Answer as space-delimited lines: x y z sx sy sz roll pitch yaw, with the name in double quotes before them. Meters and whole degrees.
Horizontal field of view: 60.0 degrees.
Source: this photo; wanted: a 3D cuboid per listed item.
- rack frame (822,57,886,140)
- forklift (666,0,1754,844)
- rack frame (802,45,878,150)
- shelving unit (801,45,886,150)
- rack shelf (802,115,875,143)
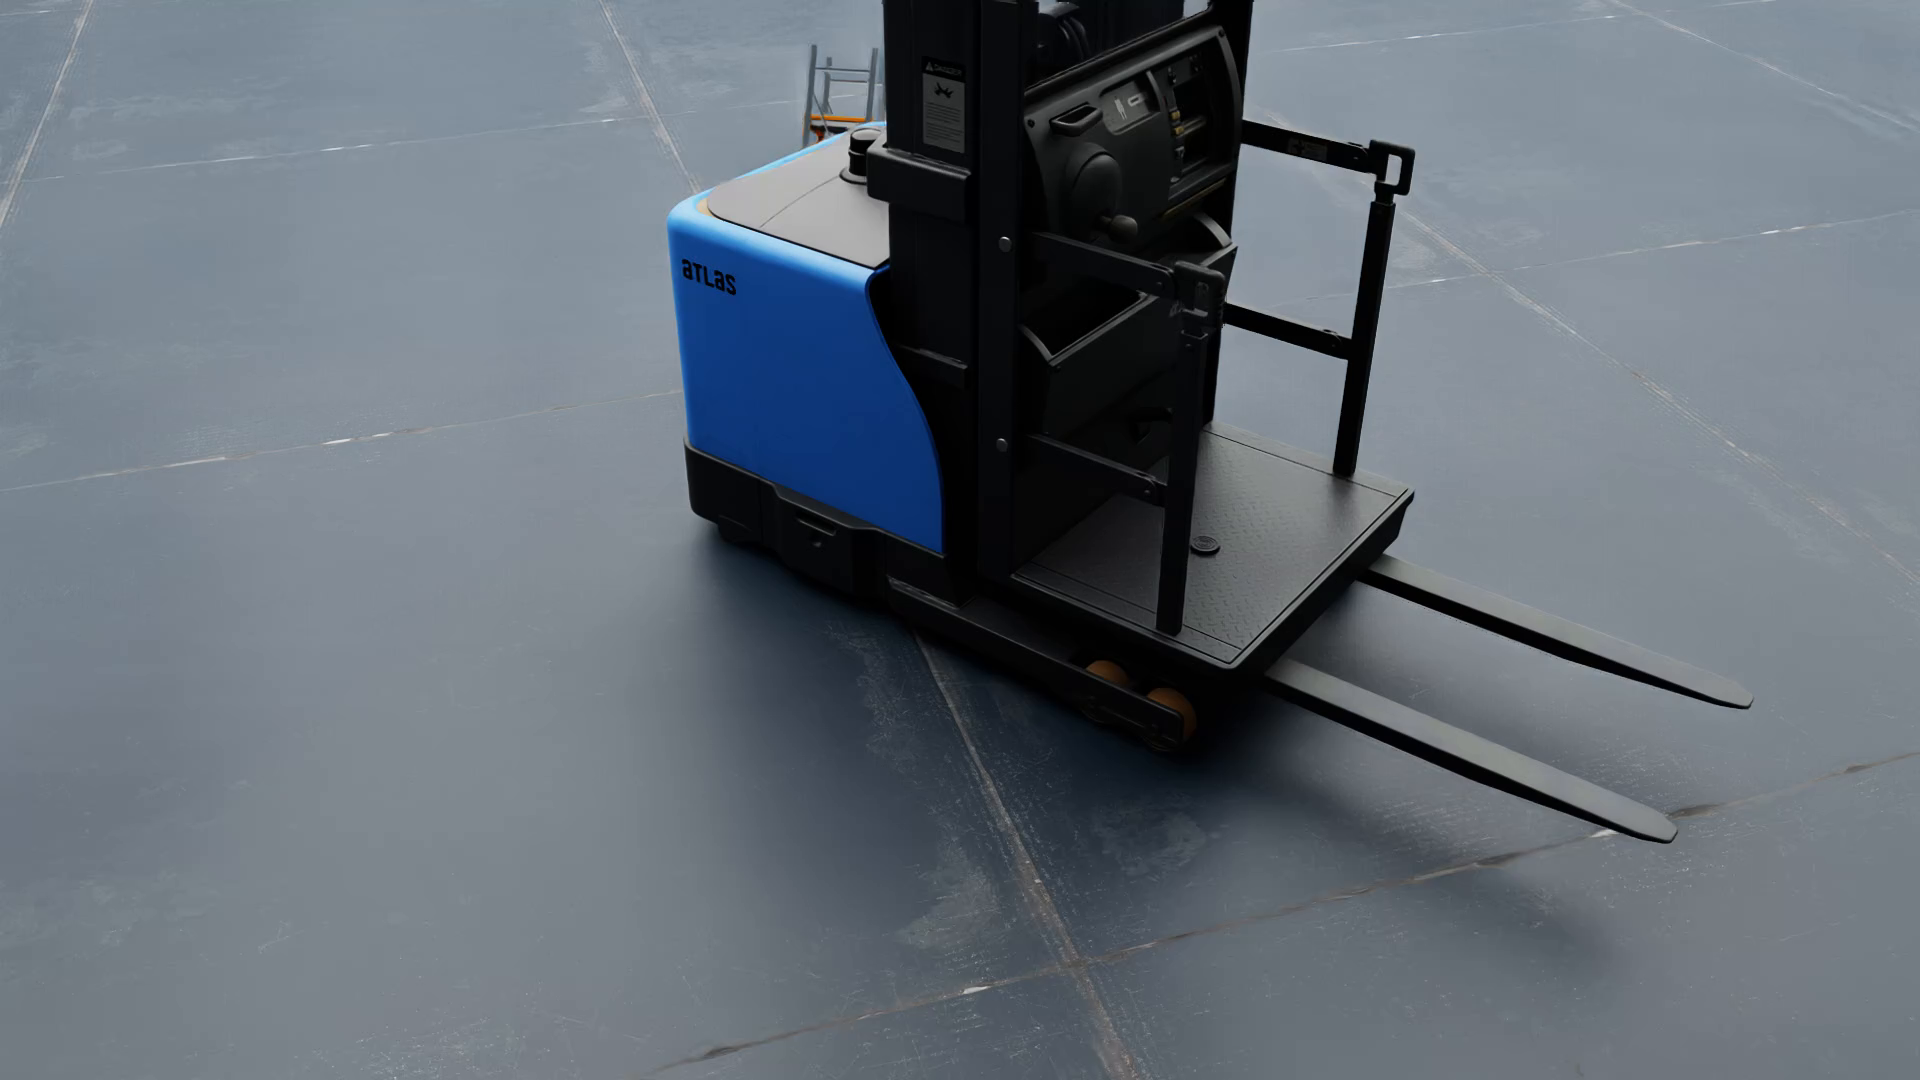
"rack frame" -0.423 -1.130 6.005 0.240 1.200 0.006 7 4 11
"forklift" 0.621 -0.996 4.099 3.031 2.935 1.130 23 40 30
"rack frame" -0.461 -1.121 5.826 0.240 1.200 0.006 7 4 11
"shelving unit" -0.442 -1.126 5.916 0.258 1.200 0.189 7 4 11
"rack shelf" -0.410 -1.439 5.893 0.258 0.103 0.180 7 4 11
